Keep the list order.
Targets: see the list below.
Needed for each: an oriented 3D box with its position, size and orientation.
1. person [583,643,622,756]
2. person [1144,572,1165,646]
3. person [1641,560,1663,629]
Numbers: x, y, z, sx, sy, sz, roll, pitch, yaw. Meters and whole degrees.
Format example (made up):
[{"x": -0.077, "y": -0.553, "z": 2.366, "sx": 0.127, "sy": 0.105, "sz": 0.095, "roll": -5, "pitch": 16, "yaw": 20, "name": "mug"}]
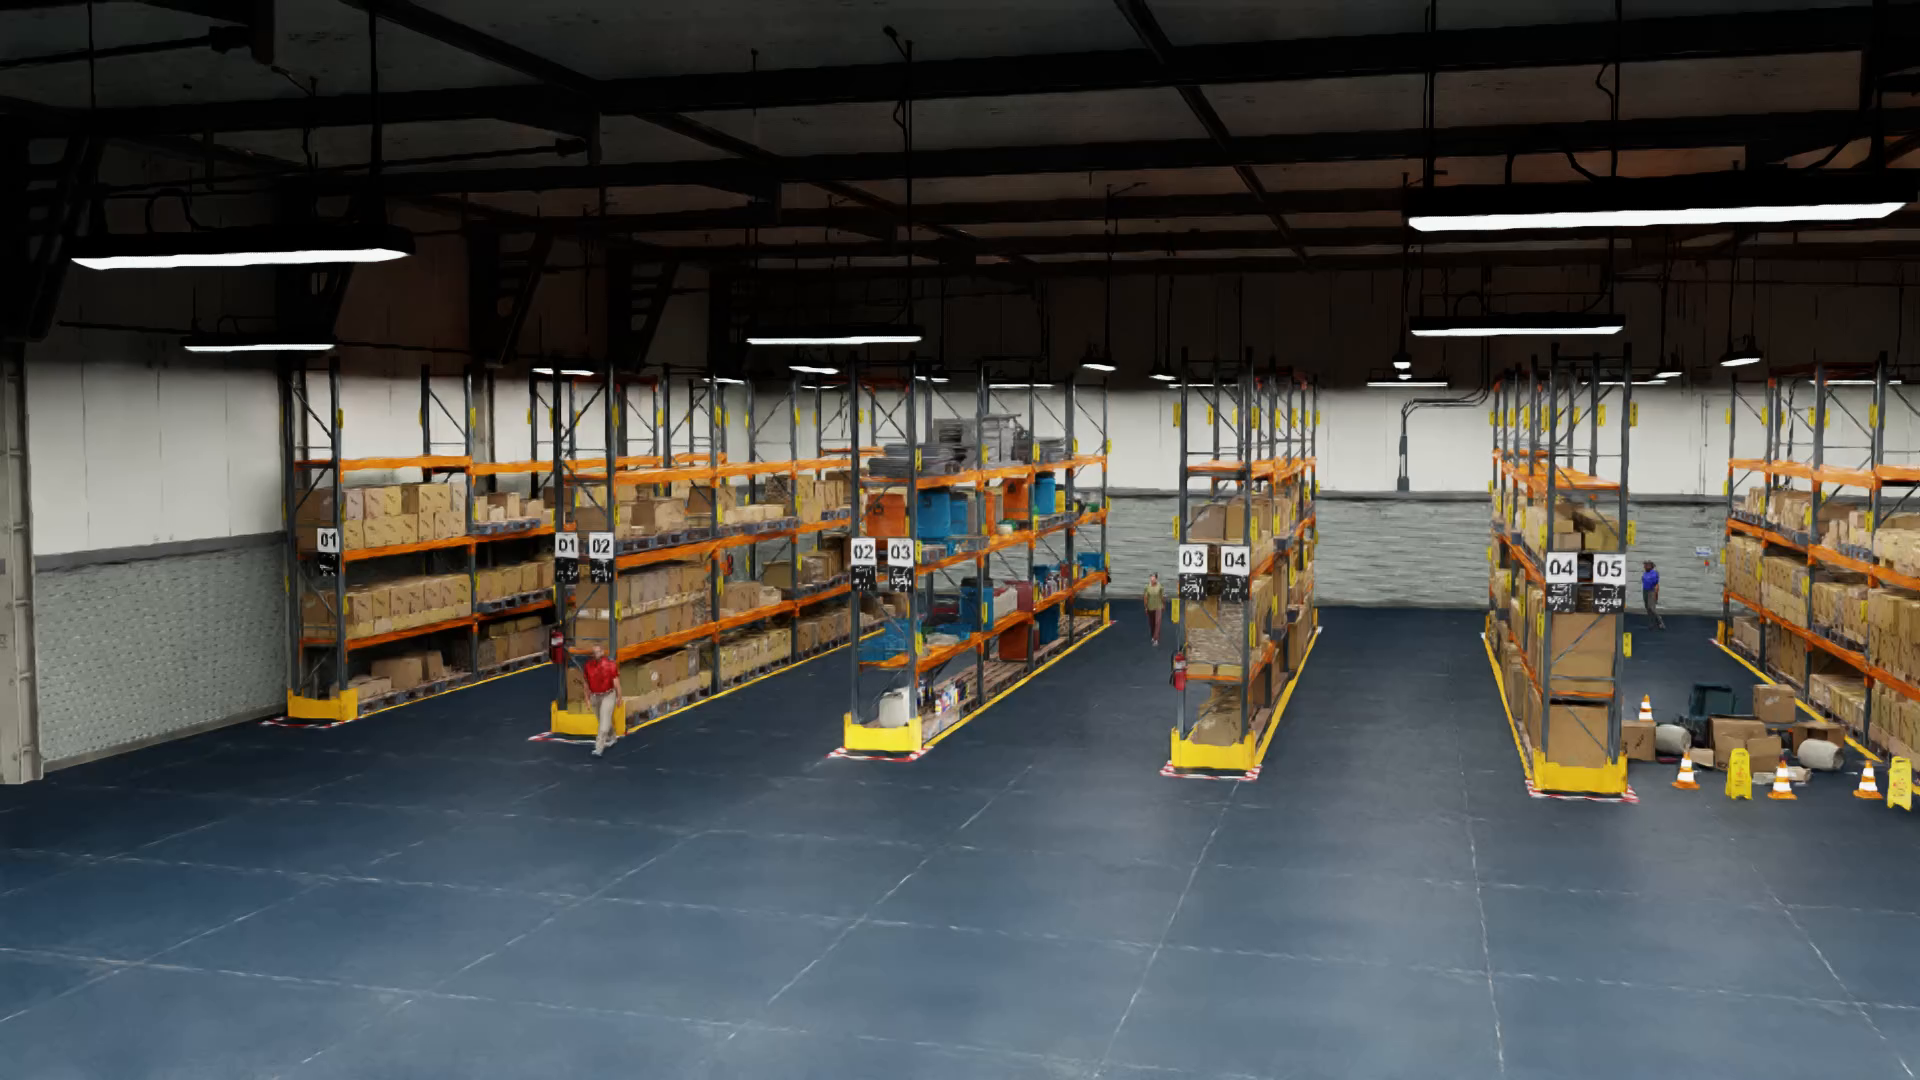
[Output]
[{"x": -5.378, "y": 2.348, "z": 24.809, "sx": 0.540, "sy": 1.650, "sz": 1.123, "roll": 1, "pitch": 4, "yaw": 17, "name": "person"}, {"x": 4.267, "y": 1.498, "z": 36.701, "sx": 0.447, "sy": 1.590, "sz": 1.113, "roll": 1, "pitch": 4, "yaw": 17, "name": "person"}, {"x": 16.332, "y": 1.287, "z": 39.252, "sx": 0.431, "sy": 1.649, "sz": 0.589, "roll": -1, "pitch": 4, "yaw": -17, "name": "person"}]
